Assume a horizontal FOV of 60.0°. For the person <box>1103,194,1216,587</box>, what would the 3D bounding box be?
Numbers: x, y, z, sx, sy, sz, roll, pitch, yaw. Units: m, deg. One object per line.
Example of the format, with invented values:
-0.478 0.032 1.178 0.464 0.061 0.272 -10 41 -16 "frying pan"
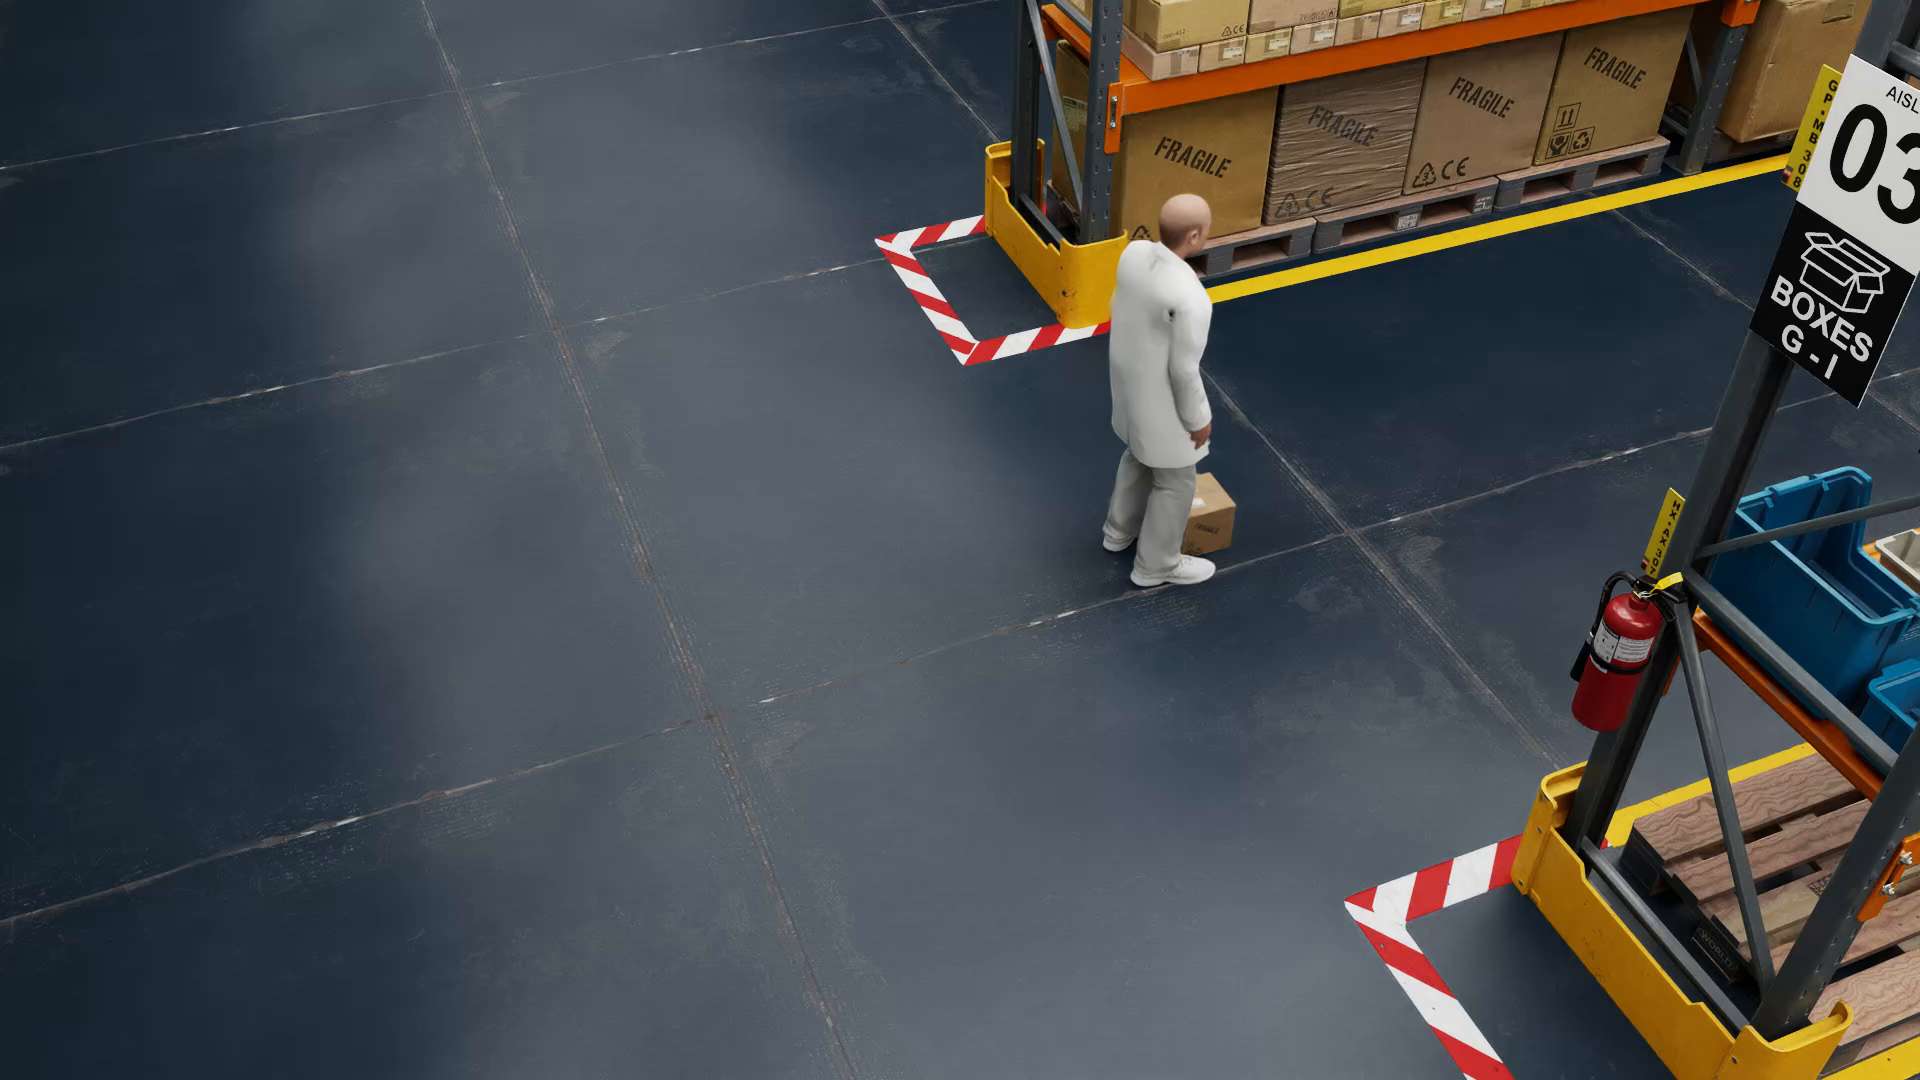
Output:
0.829 -0.612 6.870 0.427 1.773 0.628 -17 44 -18 "person"
